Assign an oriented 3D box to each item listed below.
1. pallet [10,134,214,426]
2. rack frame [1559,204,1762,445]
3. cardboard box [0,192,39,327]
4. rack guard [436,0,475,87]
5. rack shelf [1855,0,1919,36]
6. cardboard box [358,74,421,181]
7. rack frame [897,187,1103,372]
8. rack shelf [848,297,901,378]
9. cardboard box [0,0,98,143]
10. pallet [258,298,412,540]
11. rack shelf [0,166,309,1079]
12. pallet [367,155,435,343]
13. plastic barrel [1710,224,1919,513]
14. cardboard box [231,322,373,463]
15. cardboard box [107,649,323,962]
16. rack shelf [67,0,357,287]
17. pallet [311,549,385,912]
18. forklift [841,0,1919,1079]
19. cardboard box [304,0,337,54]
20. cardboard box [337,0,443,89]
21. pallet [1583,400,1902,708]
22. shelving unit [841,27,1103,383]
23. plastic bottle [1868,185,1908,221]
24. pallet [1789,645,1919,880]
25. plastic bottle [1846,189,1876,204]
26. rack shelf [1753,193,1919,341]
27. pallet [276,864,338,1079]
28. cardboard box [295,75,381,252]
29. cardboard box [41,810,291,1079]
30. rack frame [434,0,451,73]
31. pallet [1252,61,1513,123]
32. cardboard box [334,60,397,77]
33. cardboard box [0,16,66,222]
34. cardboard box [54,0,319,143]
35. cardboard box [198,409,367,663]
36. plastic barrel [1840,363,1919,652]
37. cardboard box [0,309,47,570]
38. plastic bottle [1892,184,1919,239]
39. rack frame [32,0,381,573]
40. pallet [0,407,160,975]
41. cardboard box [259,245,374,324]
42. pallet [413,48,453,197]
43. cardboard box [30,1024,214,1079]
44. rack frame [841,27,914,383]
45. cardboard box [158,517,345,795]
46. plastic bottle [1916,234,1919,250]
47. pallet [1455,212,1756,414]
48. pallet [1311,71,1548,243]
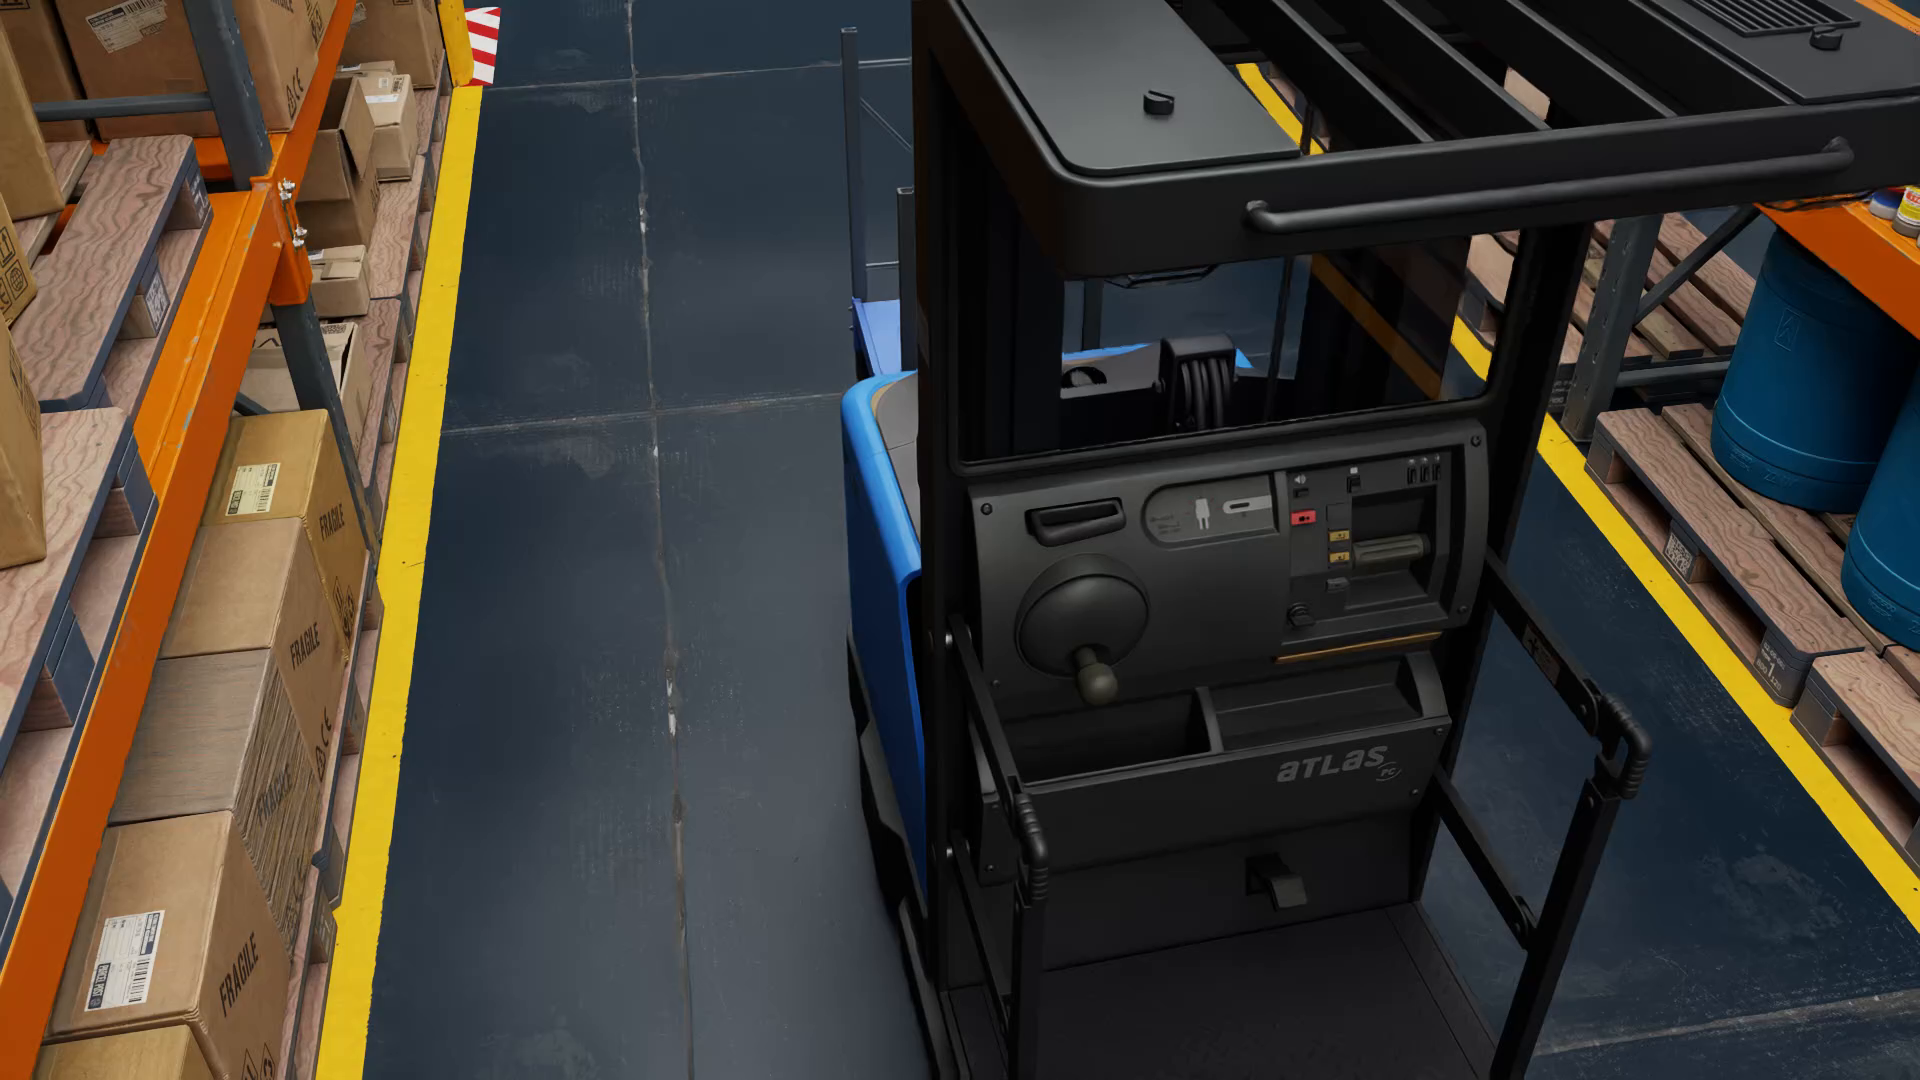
[{"bbox_3d":[-2.265,-0.498,3.602,1.003,0.211,1.213,-6,38,-8],"label":"pallet"},{"bbox_3d":[2.579,-1.599,4.863,1.000,3.000,0.127,-6,38,-8],"label":"rack frame"},{"bbox_3d":[-2.252,-0.555,3.095,0.700,0.500,0.500,-1,38,-1],"label":"cardboard box"},{"bbox_3d":[-2.986,-2.451,7.997,1.175,0.500,0.348,-6,38,-8],"label":"rack guard"},{"bbox_3d":[2.229,-2.522,6.638,1.077,0.370,4.000,-6,38,-8],"label":"rack shelf"},{"bbox_3d":[-2.525,-1.693,6.867,0.500,0.250,0.500,-6,38,-8],"label":"cardboard box"},{"bbox_3d":[0.102,-0.242,4.339,0.500,1.500,0.032,-7,38,-8],"label":"rack frame"},{"bbox_3d":[0.008,-0.407,4.844,0.538,0.185,1.000,-7,38,-8],"label":"rack shelf"},{"bbox_3d":[-2.638,-1.382,4.502,0.500,0.500,0.500,-6,38,-7],"label":"cardboard box"},{"bbox_3d":[-2.418,-0.382,5.569,1.003,0.211,1.213,-6,38,-8],"label":"pallet"},{"bbox_3d":[-1.947,0.424,2.846,1.077,0.370,4.000,-6,38,-8],"label":"rack shelf"},{"bbox_3d":[-2.635,-1.120,6.520,1.003,0.211,1.213,-6,38,-8],"label":"pallet"},{"bbox_3d":[2.658,-0.605,4.952,0.600,0.901,0.708,-6,38,-8],"label":"plastic barrel"},{"bbox_3d":[-2.159,-0.457,5.226,0.500,0.311,0.500,-6,38,-8],"label":"cardboard box"},{"bbox_3d":[-1.764,0.615,3.692,0.500,0.500,0.500,-6,38,-7],"label":"cardboard box"},{"bbox_3d":[-2.649,-1.992,5.955,1.077,0.370,4.000,-6,38,-8],"label":"rack shelf"},{"bbox_3d":[-2.118,0.520,4.408,1.003,0.211,1.213,-6,38,-8],"label":"pallet"},{"bbox_3d":[0.529,0.112,2.716,1.130,2.935,3.031,-8,39,-10],"label":"forklift"},{"bbox_3d":[-2.212,-1.754,4.981,0.500,0.500,0.500,-6,38,-7],"label":"cardboard box"},{"bbox_3d":[-2.662,-2.369,7.533,0.500,0.500,0.500,-6,38,-8],"label":"cardboard box"},{"bbox_3d":[2.673,-0.027,5.112,1.003,0.211,1.213,-6,38,-8],"label":"pallet"},{"bbox_3d":[0.008,-0.549,4.734,0.538,1.500,1.048,-7,38,-8],"label":"shelving unit"},{"bbox_3d":[2.343,-0.933,4.111,0.097,0.271,0.097,0,38,0],"label":"plastic bottle"},{"bbox_3d":[2.891,0.712,4.162,1.003,0.211,1.213,-6,38,-8],"label":"pallet"},{"bbox_3d":[2.349,-1.008,4.204,0.152,0.276,0.135,-6,38,-8],"label":"plastic bottle"},{"bbox_3d":[2.930,-0.106,3.528,1.077,0.370,4.000,-6,38,-8],"label":"rack shelf"},{"bbox_3d":[-1.901,1.259,3.458,1.003,0.211,1.213,-6,38,-8],"label":"pallet"},{"bbox_3d":[-2.633,-1.390,6.271,0.797,0.503,0.637,-6,38,-8],"label":"cardboard box"},{"bbox_3d":[-1.672,0.922,3.297,0.500,0.500,0.500,-7,38,-9],"label":"cardboard box"},{"bbox_3d":[-2.999,-3.484,7.290,1.000,3.000,0.127,-6,38,-8],"label":"rack frame"},{"bbox_3d":[1.984,-2.411,8.181,1.003,0.211,1.213,-6,38,-8],"label":"pallet"},{"bbox_3d":[-2.679,-1.983,7.308,0.380,0.166,0.250,-6,38,-8],"label":"cardboard box"},{"bbox_3d":[-2.435,-0.963,3.621,0.700,0.500,0.500,-19,42,-23],"label":"cardboard box"},{"bbox_3d":[-2.119,-1.445,4.583,0.500,0.500,0.500,-5,38,-7],"label":"cardboard box"},{"bbox_3d":[-1.929,0.013,4.468,0.500,0.500,0.500,-6,38,-8],"label":"cardboard box"},{"bbox_3d":[2.782,-0.178,4.402,0.600,0.901,0.708,-6,38,-8],"label":"plastic barrel"},{"bbox_3d":[-1.928,-0.213,2.655,0.700,0.500,0.500,-16,41,-19],"label":"cardboard box"},{"bbox_3d":[2.360,-0.847,4.057,0.097,0.201,0.097,0,38,0],"label":"plastic bottle"},{"bbox_3d":[-2.298,-1.068,4.180,1.000,3.000,0.127,-6,38,-8],"label":"rack frame"},{"bbox_3d":[-1.942,0.250,2.640,1.003,0.211,1.213,-6,38,-8],"label":"pallet"},{"bbox_3d":[-2.320,-0.921,5.941,0.380,0.166,0.250,-6,38,-8],"label":"cardboard box"},{"bbox_3d":[-2.845,-1.855,7.466,1.003,0.211,1.213,-6,38,-8],"label":"pallet"},{"bbox_3d":[-1.576,1.237,2.892,0.500,0.500,0.500,-7,38,-9],"label":"cardboard box"},{"bbox_3d":[-0.085,-0.856,5.129,0.500,1.500,0.032,-7,38,-8],"label":"rack frame"},{"bbox_3d":[-1.851,0.312,4.082,0.500,0.500,0.500,-6,38,-8],"label":"cardboard box"},{"bbox_3d":[2.377,-0.788,3.981,0.097,0.201,0.097,0,38,0],"label":"plastic bottle"},{"bbox_3d":[2.412,-0.937,6.284,1.003,0.211,1.213,-6,38,-8],"label":"pallet"},{"bbox_3d":[2.195,-1.676,7.235,1.003,0.211,1.213,-6,38,-8],"label":"pallet"}]
